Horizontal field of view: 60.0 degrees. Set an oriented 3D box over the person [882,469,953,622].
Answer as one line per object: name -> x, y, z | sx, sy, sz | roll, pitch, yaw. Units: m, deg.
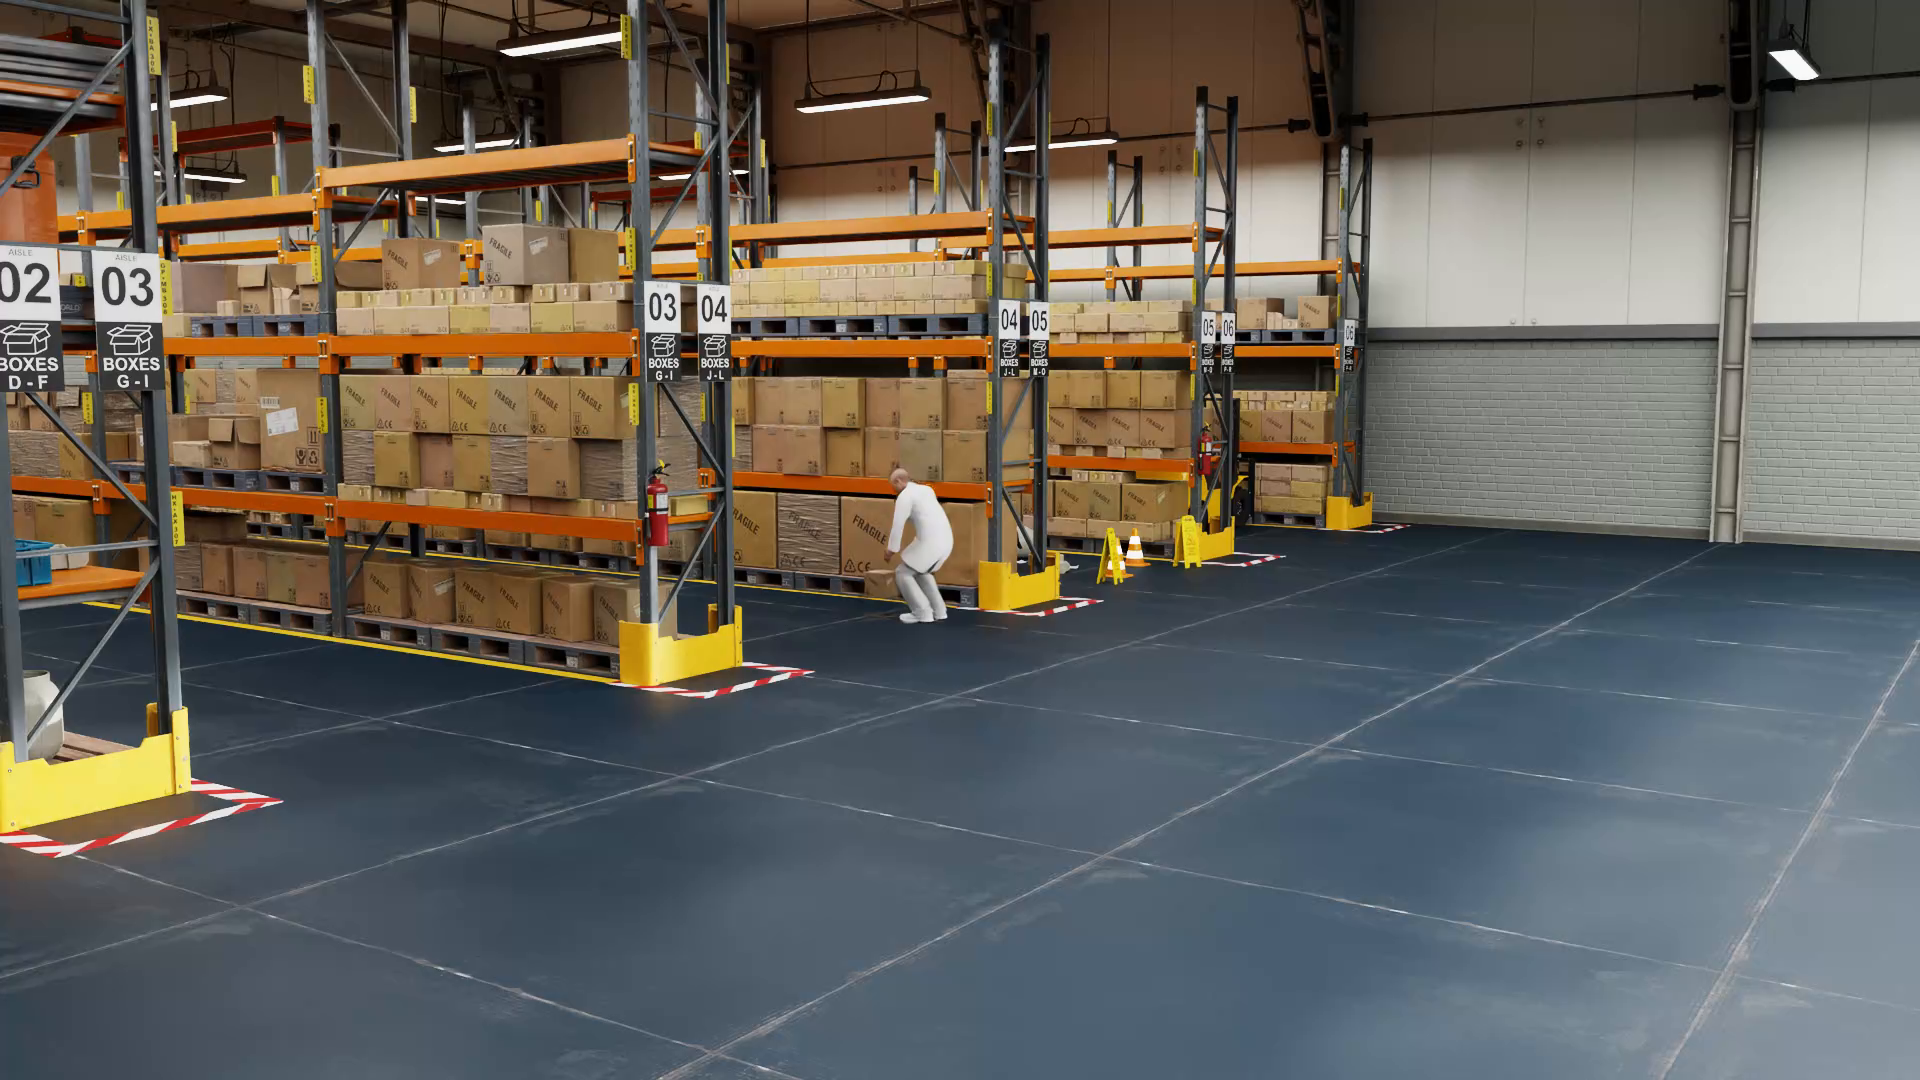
person -> -0.407, 0.059, 16.542 | 0.658, 1.499, 0.628 | 4, 7, 34
